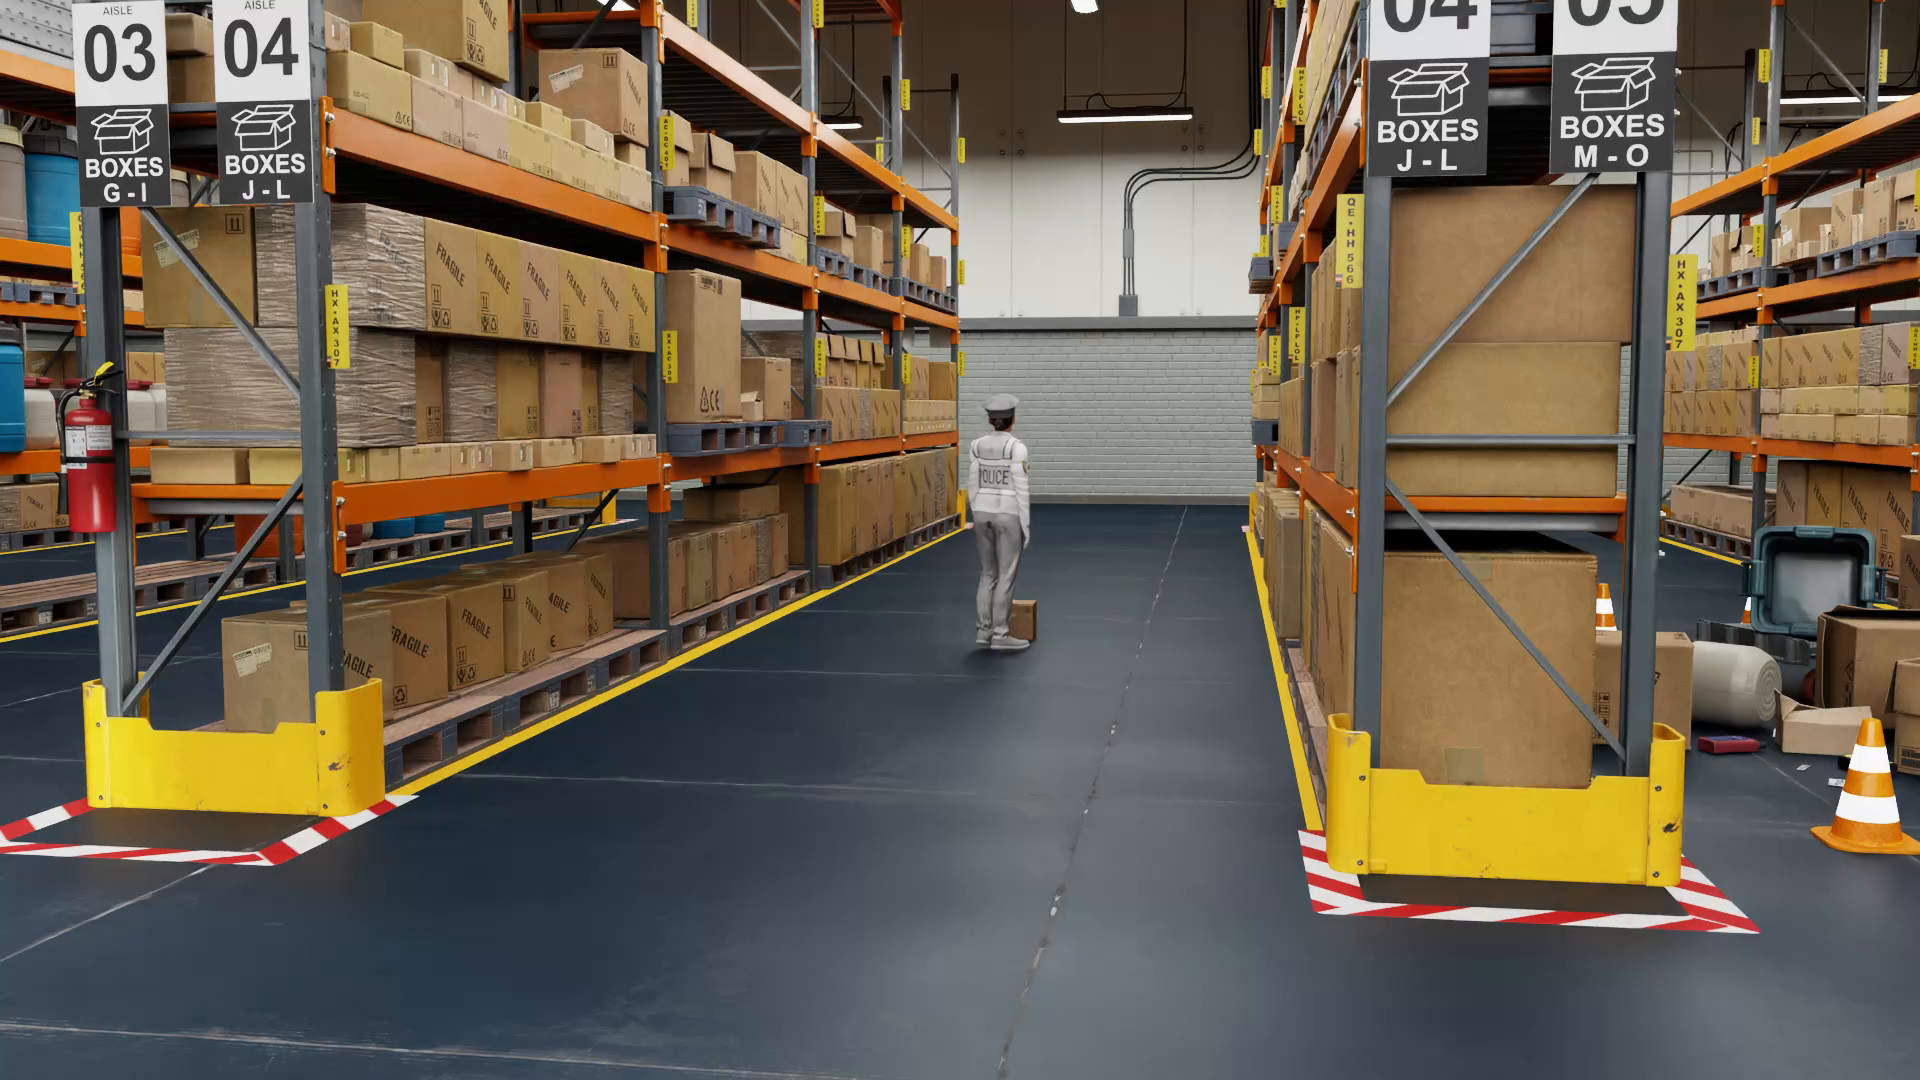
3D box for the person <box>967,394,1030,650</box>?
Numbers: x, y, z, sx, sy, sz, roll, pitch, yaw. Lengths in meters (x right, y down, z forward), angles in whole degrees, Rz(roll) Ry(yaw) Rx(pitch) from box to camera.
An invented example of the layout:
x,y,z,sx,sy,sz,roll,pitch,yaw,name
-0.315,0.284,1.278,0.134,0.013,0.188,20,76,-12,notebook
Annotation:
x,y,z,sx,sy,sz,roll,pitch,yaw,name
0.259,-0.118,11.024,0.487,1.702,0.369,3,6,37,person
